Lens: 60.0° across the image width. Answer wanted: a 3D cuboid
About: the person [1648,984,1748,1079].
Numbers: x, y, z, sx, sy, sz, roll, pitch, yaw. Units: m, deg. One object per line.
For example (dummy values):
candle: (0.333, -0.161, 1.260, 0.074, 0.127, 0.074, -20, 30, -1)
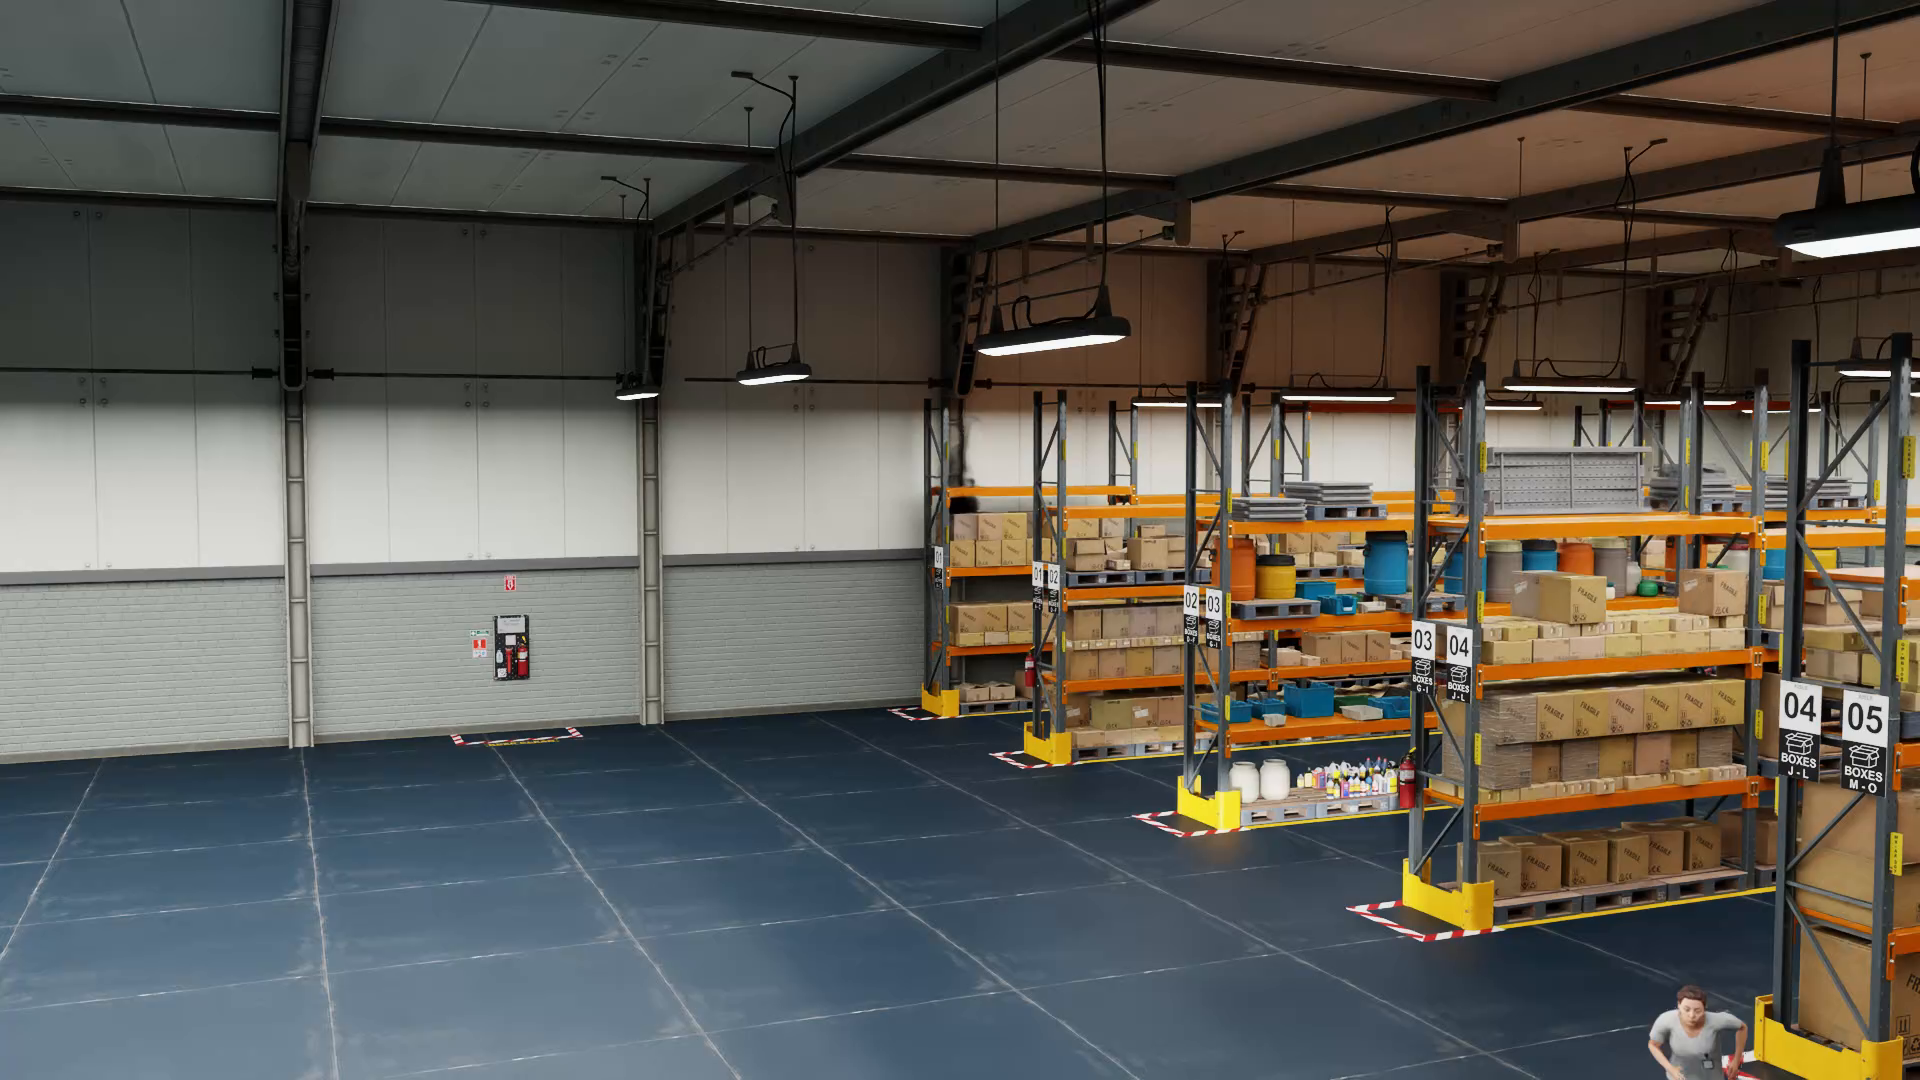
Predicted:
person: (5.014, 3.717, 11.317, 0.606, 1.566, 0.958, 2, 4, 26)
